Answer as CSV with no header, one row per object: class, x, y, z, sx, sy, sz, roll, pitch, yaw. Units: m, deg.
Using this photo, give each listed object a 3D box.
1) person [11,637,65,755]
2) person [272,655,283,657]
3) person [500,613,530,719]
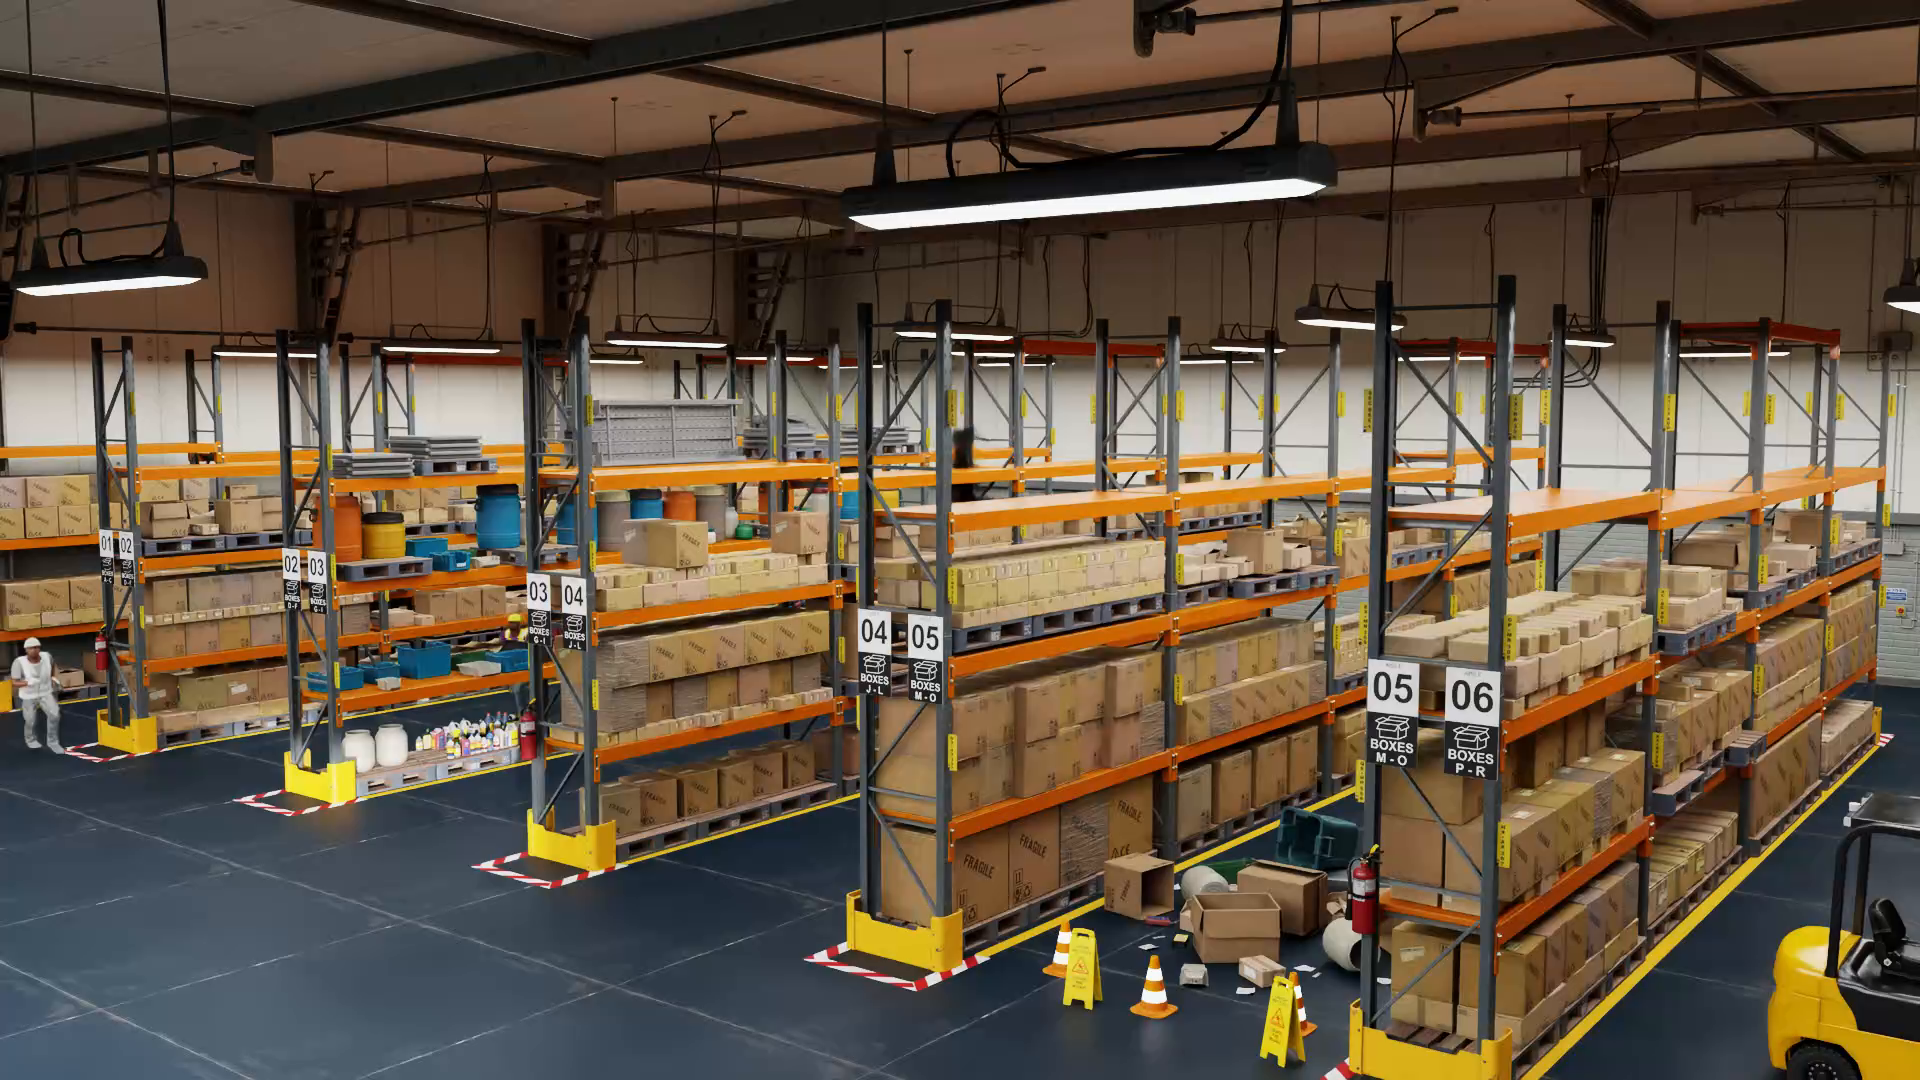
person,-13.222,2.228,23.803,0.688,1.720,0.934,-5,7,-44
person,-11.753,1.811,29.090,0.578,1.778,0.836,2,5,18
person,-7.021,2.006,26.628,0.697,1.714,0.767,2,5,23
